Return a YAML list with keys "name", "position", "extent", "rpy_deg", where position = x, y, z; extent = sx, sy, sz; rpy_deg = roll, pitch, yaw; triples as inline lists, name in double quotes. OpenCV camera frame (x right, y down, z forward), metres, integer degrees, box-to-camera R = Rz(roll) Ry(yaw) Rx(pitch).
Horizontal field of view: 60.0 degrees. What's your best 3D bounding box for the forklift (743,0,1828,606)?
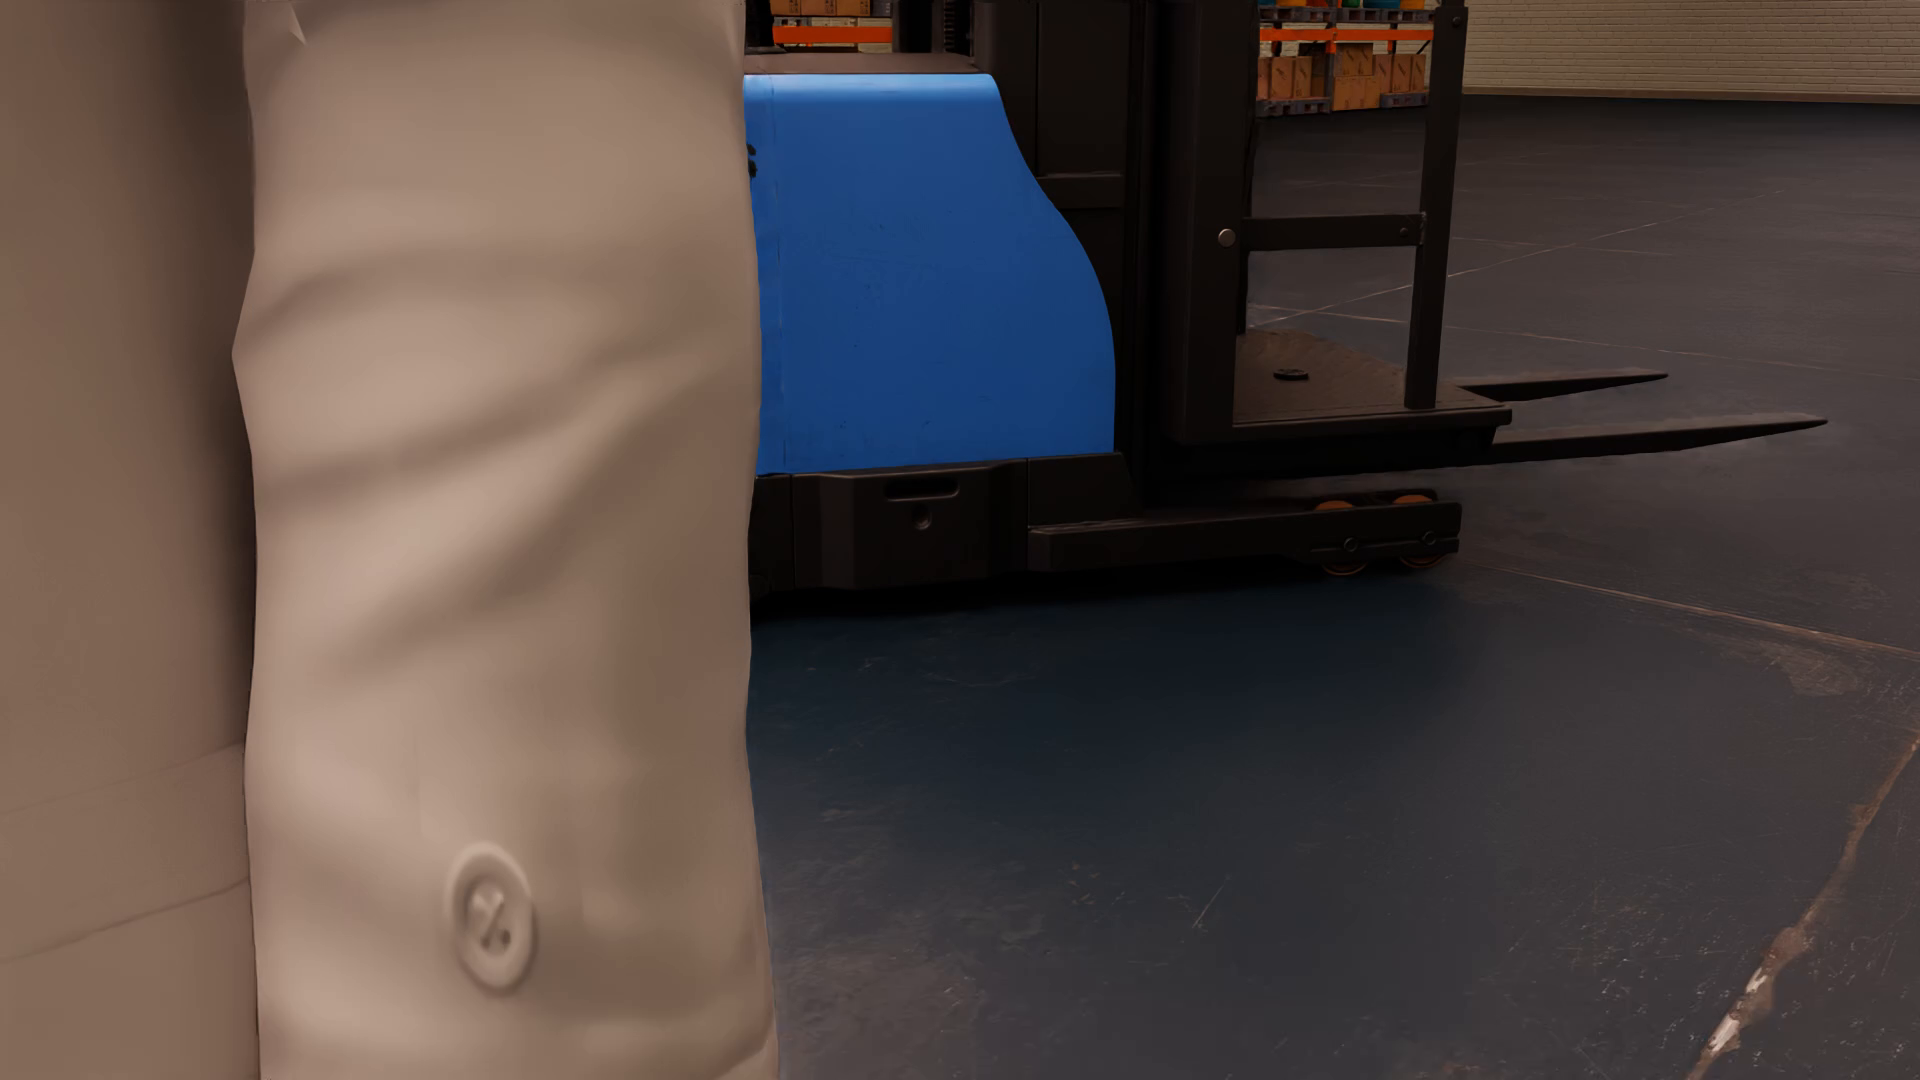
- name: "forklift"
  position: [0.624, -1.465, 3.723]
  extent: [3.031, 2.935, 1.130]
  rpy_deg: [-5, 17, -15]
